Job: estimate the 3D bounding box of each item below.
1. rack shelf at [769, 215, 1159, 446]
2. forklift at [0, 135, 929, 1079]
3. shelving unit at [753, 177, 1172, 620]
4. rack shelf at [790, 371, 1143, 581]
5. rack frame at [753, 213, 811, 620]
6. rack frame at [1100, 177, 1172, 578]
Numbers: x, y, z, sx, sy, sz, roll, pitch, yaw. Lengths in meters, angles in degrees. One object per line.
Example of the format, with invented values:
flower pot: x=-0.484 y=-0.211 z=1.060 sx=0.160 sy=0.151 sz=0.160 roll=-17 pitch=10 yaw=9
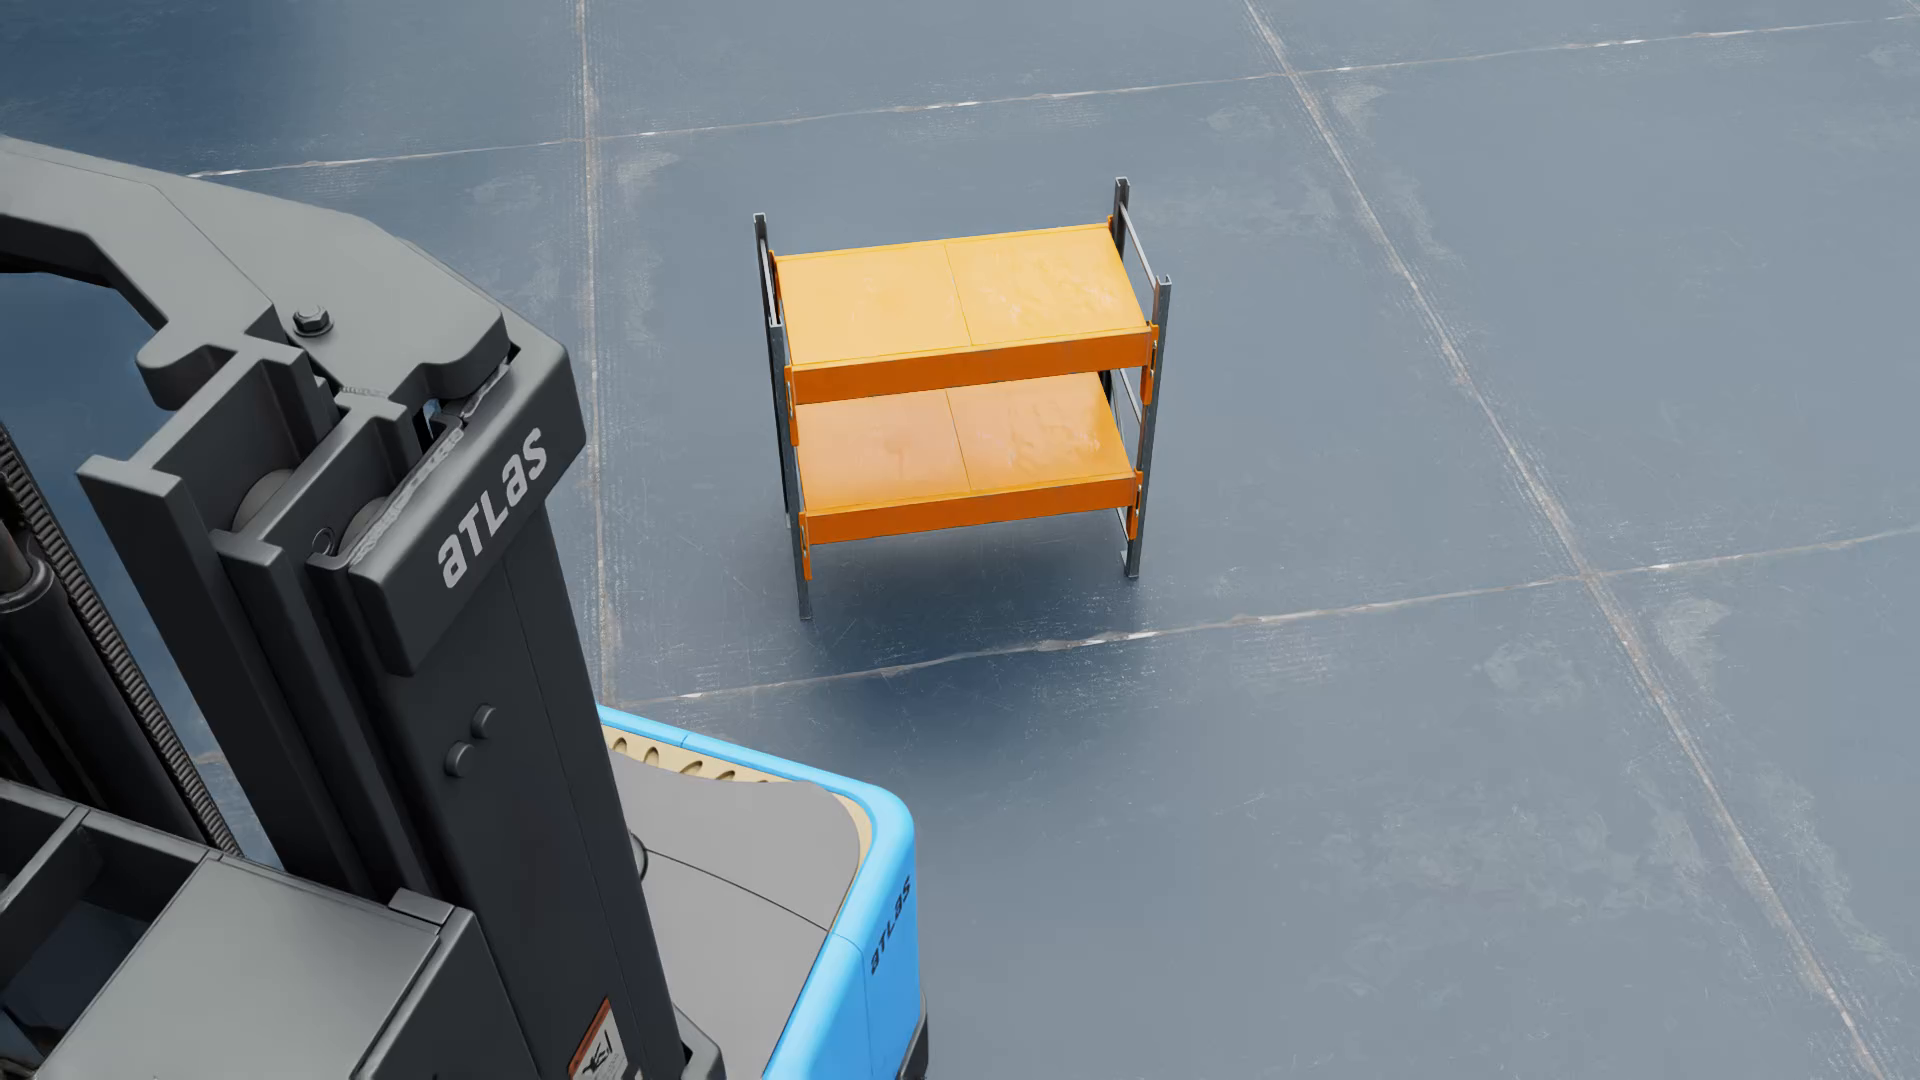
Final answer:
rack shelf: x=-0.007 y=-0.593 z=4.633 sx=1.000 sy=0.278 sz=0.538 roll=-7 pitch=46 yaw=-7
forklift: x=-1.043 y=1.121 z=2.134 sx=1.130 sy=2.935 sz=3.031 roll=14 pitch=48 yaw=13
shelving unit: x=-0.007 y=-0.389 z=4.844 sx=1.048 sy=1.125 sz=0.538 roll=-7 pitch=46 yaw=-7
rack shelf: x=-0.007 y=-0.220 z=5.020 sx=1.000 sy=0.278 sz=0.538 roll=-7 pitch=46 yaw=-7
rack frame: x=-0.508 y=-0.327 z=4.784 sx=0.032 sy=1.125 sz=0.500 roll=-7 pitch=46 yaw=-7
rack frame: x=0.494 y=-0.452 z=4.904 sx=0.032 sy=1.125 sz=0.500 roll=-7 pitch=46 yaw=-7
